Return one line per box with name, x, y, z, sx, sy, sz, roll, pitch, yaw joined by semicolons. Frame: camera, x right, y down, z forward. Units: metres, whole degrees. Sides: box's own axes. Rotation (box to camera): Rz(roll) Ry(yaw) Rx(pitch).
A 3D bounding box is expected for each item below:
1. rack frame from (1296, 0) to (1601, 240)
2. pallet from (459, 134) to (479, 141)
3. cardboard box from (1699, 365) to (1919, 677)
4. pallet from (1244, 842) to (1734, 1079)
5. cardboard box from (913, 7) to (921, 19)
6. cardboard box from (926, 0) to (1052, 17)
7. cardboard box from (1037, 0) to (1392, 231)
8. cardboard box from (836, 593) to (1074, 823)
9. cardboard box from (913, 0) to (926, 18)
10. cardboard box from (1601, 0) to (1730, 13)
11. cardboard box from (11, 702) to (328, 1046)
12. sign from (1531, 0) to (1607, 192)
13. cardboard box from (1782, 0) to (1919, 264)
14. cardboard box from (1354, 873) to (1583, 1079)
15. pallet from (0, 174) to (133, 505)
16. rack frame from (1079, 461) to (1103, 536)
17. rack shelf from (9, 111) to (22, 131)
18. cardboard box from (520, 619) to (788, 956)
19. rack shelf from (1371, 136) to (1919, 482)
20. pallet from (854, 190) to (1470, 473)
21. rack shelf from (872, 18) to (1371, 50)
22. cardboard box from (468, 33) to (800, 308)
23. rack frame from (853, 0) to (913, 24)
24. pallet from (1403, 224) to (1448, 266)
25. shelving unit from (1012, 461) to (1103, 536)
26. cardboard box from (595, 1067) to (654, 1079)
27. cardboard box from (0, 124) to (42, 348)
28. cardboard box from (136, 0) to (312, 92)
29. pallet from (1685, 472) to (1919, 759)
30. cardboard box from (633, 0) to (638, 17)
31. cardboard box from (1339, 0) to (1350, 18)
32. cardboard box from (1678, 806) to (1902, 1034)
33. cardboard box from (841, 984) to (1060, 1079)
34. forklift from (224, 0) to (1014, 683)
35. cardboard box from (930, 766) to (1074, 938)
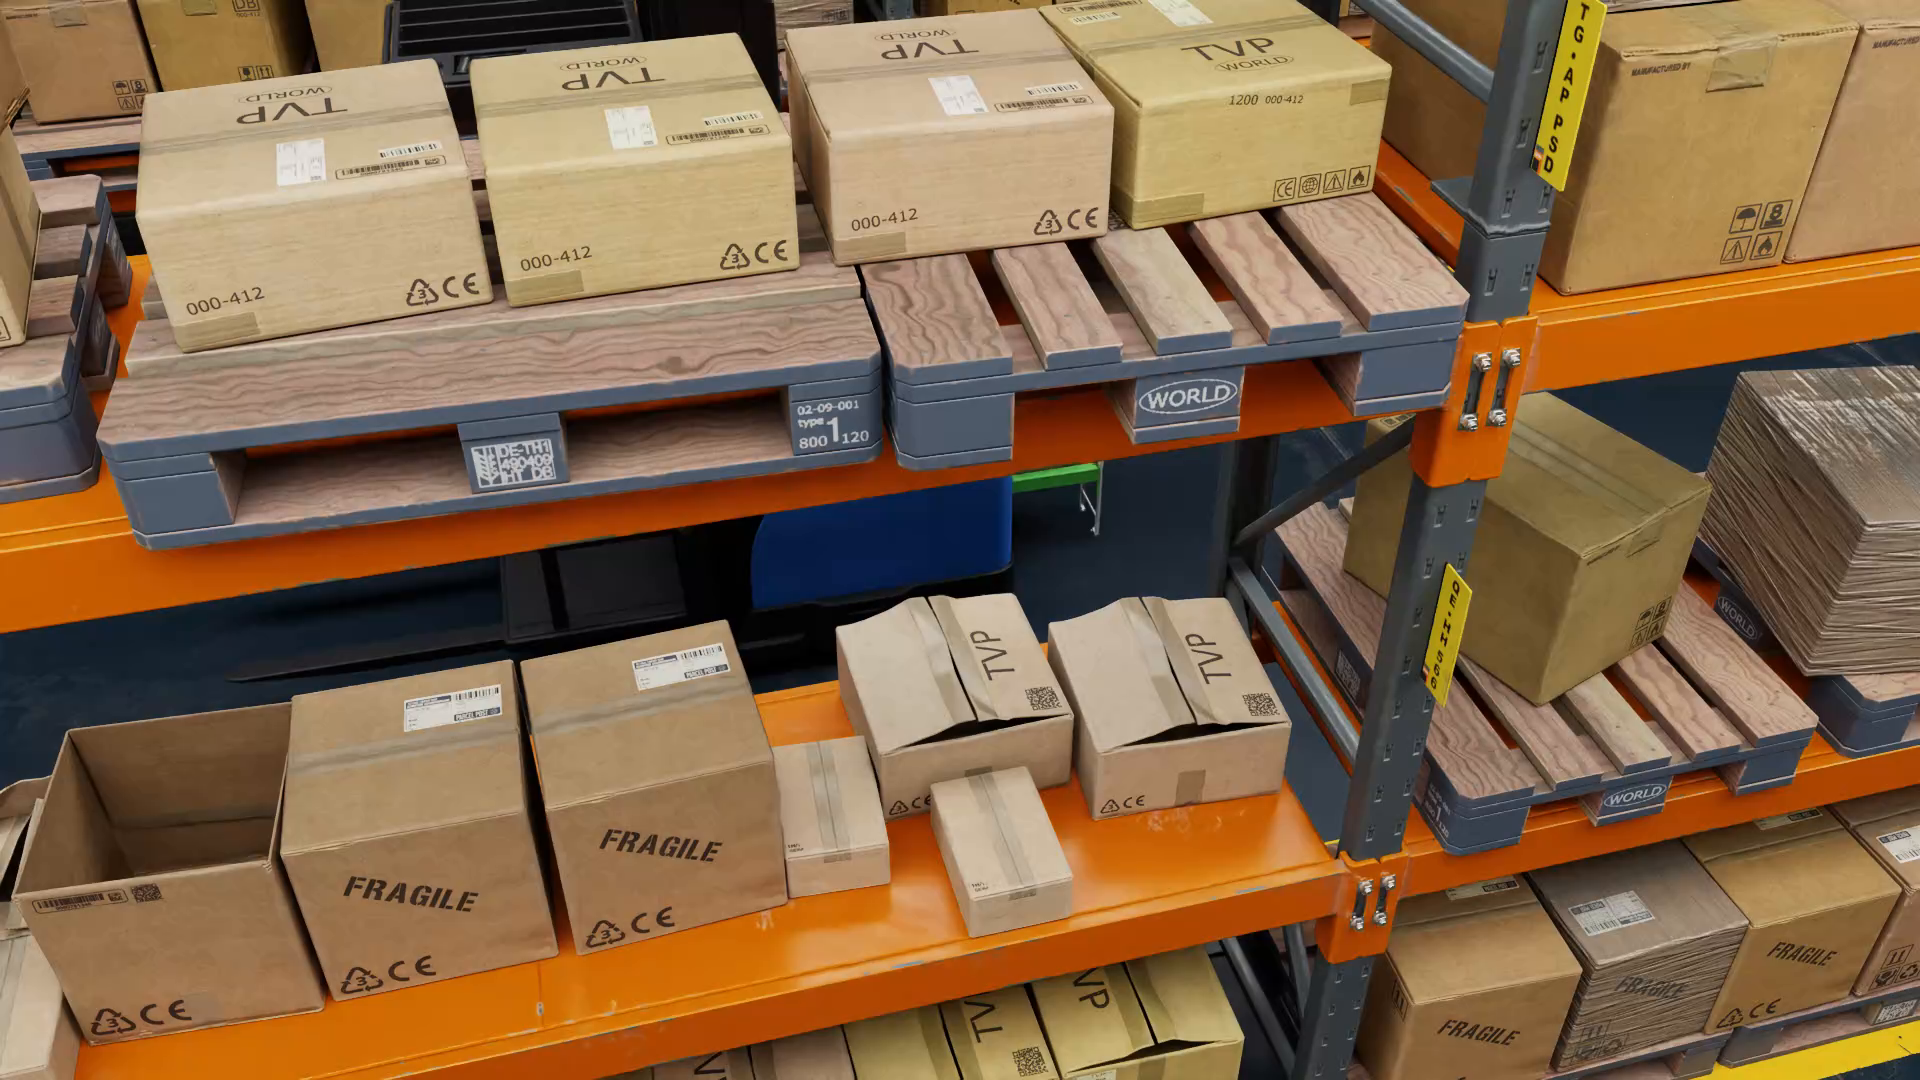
rack frame;0.891;-2.041;2.512;0.127;3.000;1.000;-9;38;-12
pallet;-2.304;-2.150;7.749;1.213;0.211;1.003;-9;38;-12
cardboard box;2.403;-0.064;4.436;0.500;0.500;0.700;-3;37;-3
pallet;1.622;1.353;5.307;1.213;0.211;1.003;-9;38;-12
cardboard box;-0.156;-2.673;8.466;0.250;0.149;0.380;-9;38;-11
cardboard box;0.132;-2.656;7.910;0.500;0.500;0.500;-8;38;-11
cardboard box;0.468;-0.852;3.204;0.500;0.250;0.500;-12;39;-15
cardboard box;-0.023;0.405;4.325;0.500;0.311;0.500;-10;38;-12
cardboard box;-0.017;-2.959;8.305;0.500;0.500;0.500;-9;38;-12
cardboard box;1.314;-1.352;3.175;0.500;0.500;0.500;-9;38;-12
cardboard box;-1.716;0.740;3.731;0.500;0.500;0.500;-7;38;-9
sign;1.028;-0.760;2.815;0.005;0.325;0.100;-9;38;-12
cardboard box;1.796;-1.059;3.615;0.500;0.500;0.910;-9;38;-12
cardboard box;1.405;1.255;4.835;0.500;0.500;0.500;-8;38;-10
pallet;-2.122;-0.287;2.846;1.217;0.209;0.805;-11;39;-14
rack frame;0.571;-0.566;7.003;0.015;1.200;0.240;-9;38;-11
rack shelf;-6.196;-1.327;7.108;4.000;0.370;1.077;-9;38;-12
cardboard box;-0.724;0.577;3.944;0.500;0.500;0.500;-11;39;-14
rack shelf;2.822;-0.881;4.056;4.000;0.370;1.077;-9;38;-12
pallet;0.259;-0.615;3.271;1.003;0.211;1.213;-8;38;-10
rack shelf;1.527;-2.594;8.765;4.000;0.370;1.077;-9;38;-12
cardboard box;-0.589;-0.674;2.972;0.500;0.250;0.500;-10;39;-13
rack frame;-0.404;-2.563;8.132;0.127;3.000;1.000;-9;38;-12
pallet;2.733;-1.923;9.590;1.213;0.211;1.003;-9;38;-12
shelving unit;0.334;-0.530;6.955;0.503;1.200;0.258;-9;38;-11
cardboard box;-1.023;1.514;4.258;0.500;0.311;0.500;-8;38;-11
cardboard box;-1.844;-0.504;2.749;0.500;0.250;0.500;-13;39;-16
cardboard box;-3.224;-2.289;7.329;0.500;0.500;0.700;-6;38;-7
pallet;2.768;0.107;4.799;1.213;0.211;1.003;-9;38;-12
cardboard box;-1.387;-2.593;7.727;0.500;0.500;0.700;-13;39;-16
cardboard box;1.620;-2.899;8.227;0.500;0.500;0.500;-8;38;-11
cardboard box;2.395;1.093;5.048;0.500;0.500;0.500;-10;38;-13
cardboard box;-0.050;1.358;4.462;0.500;0.311;0.500;-10;39;-13
forklift;-1.357;-0.885;5.994;3.031;2.935;1.130;-9;38;-11
cardboard box;0.095;0.746;4.013;0.250;0.149;0.380;-9;38;-12
